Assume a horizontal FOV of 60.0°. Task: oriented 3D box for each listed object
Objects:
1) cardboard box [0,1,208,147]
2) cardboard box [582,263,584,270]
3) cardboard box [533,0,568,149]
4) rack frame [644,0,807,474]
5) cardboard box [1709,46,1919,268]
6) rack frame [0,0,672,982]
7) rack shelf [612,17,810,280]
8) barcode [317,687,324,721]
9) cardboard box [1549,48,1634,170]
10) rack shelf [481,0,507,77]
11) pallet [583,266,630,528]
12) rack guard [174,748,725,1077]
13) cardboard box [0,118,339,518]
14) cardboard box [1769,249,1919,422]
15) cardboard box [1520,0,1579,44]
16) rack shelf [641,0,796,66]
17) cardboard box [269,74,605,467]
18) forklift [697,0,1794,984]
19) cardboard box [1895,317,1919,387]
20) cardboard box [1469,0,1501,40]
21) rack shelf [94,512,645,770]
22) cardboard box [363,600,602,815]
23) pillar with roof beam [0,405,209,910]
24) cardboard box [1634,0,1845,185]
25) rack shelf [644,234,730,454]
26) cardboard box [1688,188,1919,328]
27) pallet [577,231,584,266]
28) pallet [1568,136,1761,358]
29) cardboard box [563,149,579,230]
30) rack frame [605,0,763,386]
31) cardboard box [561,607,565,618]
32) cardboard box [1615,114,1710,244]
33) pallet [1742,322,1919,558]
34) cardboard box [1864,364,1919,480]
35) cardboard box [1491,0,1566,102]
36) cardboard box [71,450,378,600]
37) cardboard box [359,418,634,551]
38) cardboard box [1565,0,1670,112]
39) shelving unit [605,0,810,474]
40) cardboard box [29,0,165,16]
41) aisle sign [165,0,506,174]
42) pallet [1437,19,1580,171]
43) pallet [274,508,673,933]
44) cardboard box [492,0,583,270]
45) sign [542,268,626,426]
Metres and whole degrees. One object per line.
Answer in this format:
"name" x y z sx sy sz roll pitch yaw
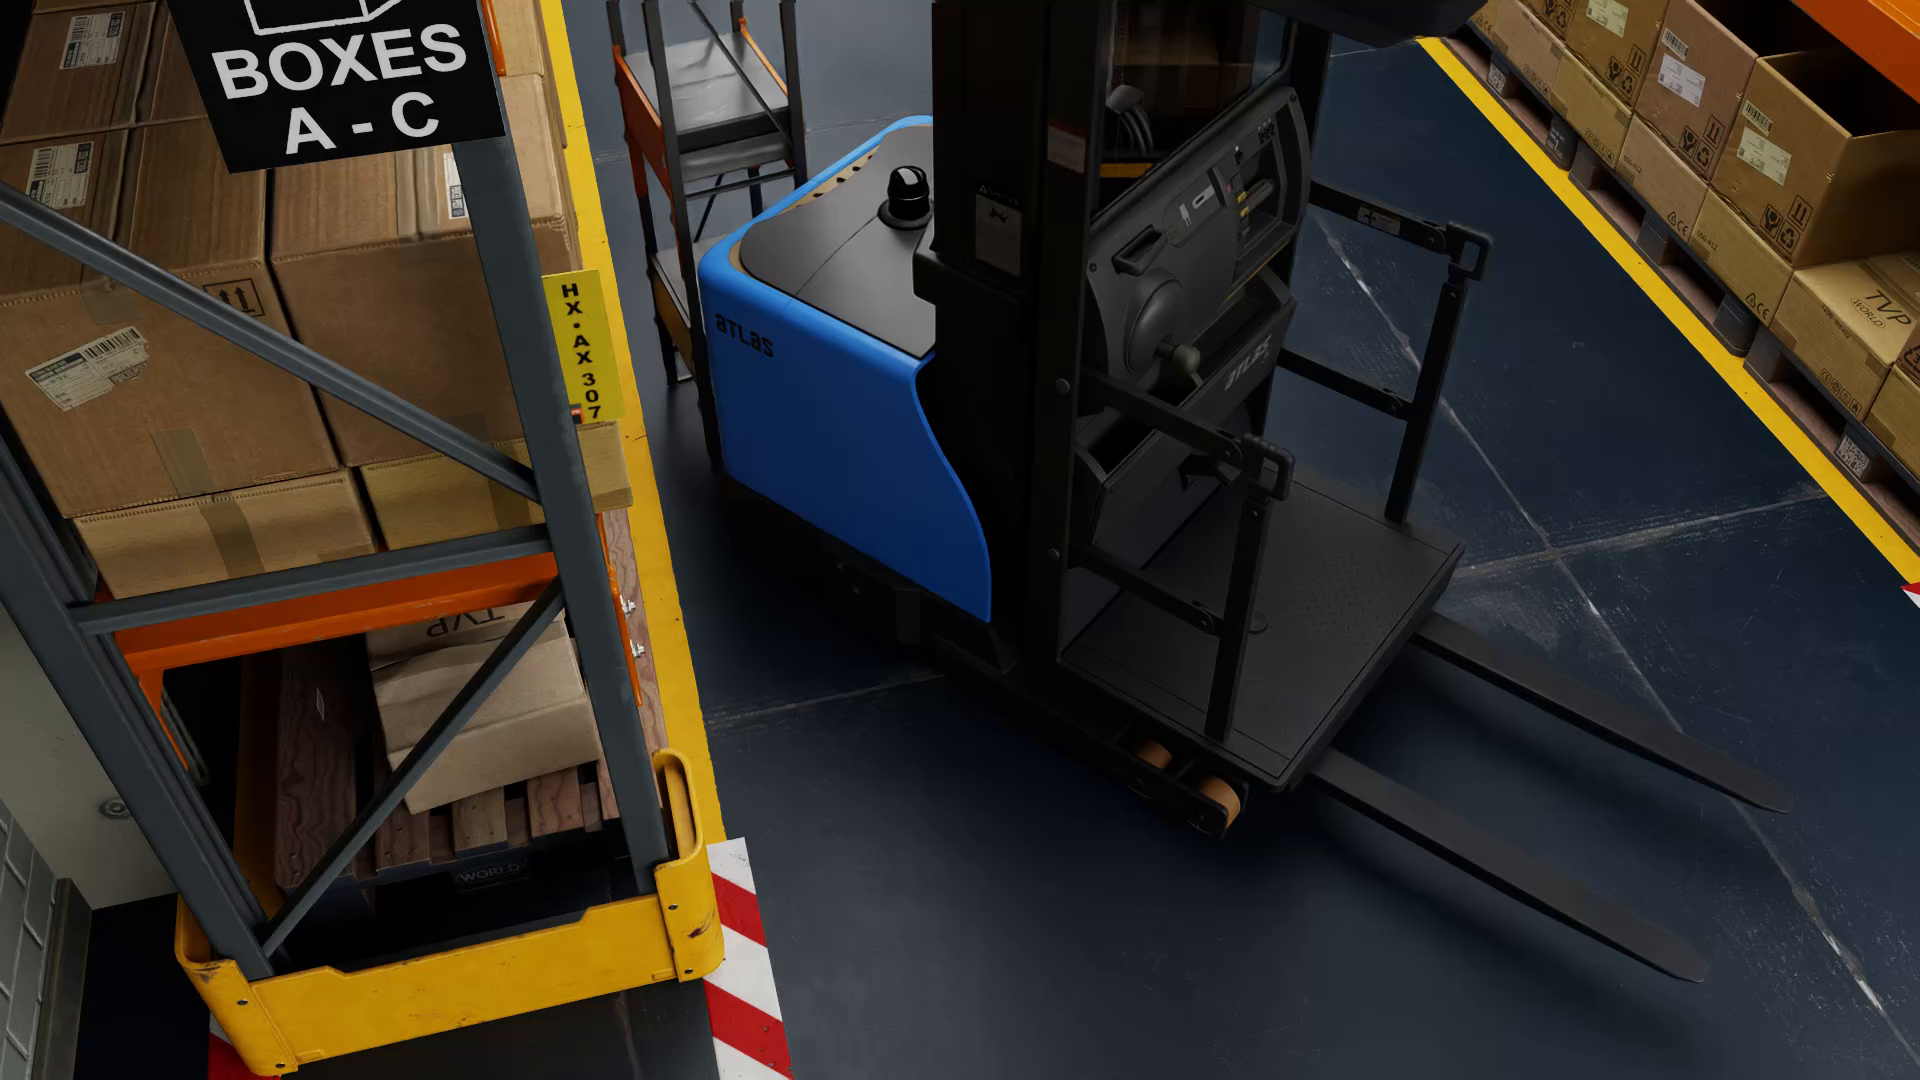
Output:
"cardboard box" -1.618 -0.778 3.478 0.500 0.500 0.500 -10 46 -10
"cardboard box" -1.137 -0.631 3.859 0.500 0.250 0.500 -12 47 -12
"cardboard box" -1.247 -1.228 3.919 0.500 0.500 0.500 -12 47 -12
"rack frame" -0.631 -1.016 4.776 0.400 2.100 0.015 -18 48 -17
"cardboard box" 2.920 -1.284 5.514 0.500 0.500 0.500 -11 47 -10
"rack frame" -1.173 0.075 3.076 1.000 3.000 0.127 -11 47 -10
"rack shelf" -0.731 -1.165 4.941 0.431 0.518 0.480 -18 48 -17
"barcode" -1.654 0.425 4.301 0.001 0.075 0.075 -11 47 -10
"cardboard box" 2.663 -1.712 6.459 0.500 0.250 0.500 -11 47 -10
"rack shelf" -1.685 -2.104 3.615 1.077 0.370 4.000 -11 47 -10
"pallet" -1.675 -0.410 5.504 1.003 0.211 1.213 -11 47 -10
"rack guard" -1.192 0.897 4.021 1.175 0.500 0.348 -11 47 -10
"cardboard box" -1.499 -0.429 3.136 0.500 0.500 0.500 -11 47 -11
"cardboard box" 3.052 -0.677 5.445 0.500 0.250 0.500 -11 47 -10
"cardboard box" 2.543 -2.321 6.531 0.500 0.500 0.500 -11 47 -10
"rack shelf" -0.731 -1.655 4.441 0.431 0.518 0.480 -18 48 -17
"cardboard box" -1.004 -0.527 3.232 0.500 0.500 0.500 -11 47 -10
"forklift" 0.746 -0.671 3.855 3.031 2.935 1.130 29 52 25
"cardboard box" 3.190 -0.596 4.840 0.500 0.500 0.500 -11 47 -10
"cardboard box" 2.417 -2.404 7.137 0.500 0.250 0.500 -11 47 -10
"rack shelf" -1.685 -1.054 4.687 1.077 0.370 4.000 -11 47 -10
"cardboard box" -1.263 0.368 4.364 0.500 0.311 0.500 -16 48 -15
"pillar with roof beam" 1.973 -3.137 2.024 9.100 9.000 0.400 -11 47 -10
"cardboard box" 2.793 -1.630 5.853 0.500 0.500 0.500 -11 47 -10
"rack shelf" -0.731 -0.676 5.441 0.431 0.518 0.480 -18 48 -17
"cardboard box" 2.923 -1.022 5.783 0.500 0.250 0.500 -11 47 -10
"pallet" -1.991 -1.254 6.331 1.003 0.211 1.213 -11 47 -10
"pallet" 3.070 -1.219 6.296 1.003 0.211 1.213 -11 47 -10
"cardboard box" -1.262 -0.983 4.205 0.500 0.250 0.500 -11 47 -11
"rack frame" -0.831 -1.334 5.087 0.400 2.100 0.015 -18 48 -17
"cardboard box" -1.409 -0.026 4.750 0.500 0.311 0.500 -7 46 -7
"cardboard box" 2.796 -1.368 6.121 0.500 0.250 0.500 -11 47 -10
"pallet" 3.379 -0.378 5.472 1.003 0.211 1.213 -11 47 -10
"cardboard box" 3.192 -0.334 5.109 0.500 0.250 0.500 -11 47 -10
"cardboard box" 2.540 -2.058 6.798 0.500 0.250 0.500 -11 47 -10
"cardboard box" -1.480 -0.167 3.404 0.500 0.250 0.500 -10 46 -10
"cardboard box" -0.991 -0.275 3.510 0.500 0.250 0.500 -12 47 -11
"cardboard box" 2.663 -1.974 6.191 0.500 0.500 0.500 -11 47 -10
"shelving unit" -0.731 -1.175 4.931 0.431 2.100 0.503 -18 48 -17
"cardboard box" -1.755 -1.134 3.827 0.500 0.500 0.500 -12 47 -11
"aisle sign" -0.864 -0.840 2.153 0.394 0.787 0.004 -11 47 -10
"pallet" 2.754 -2.062 7.123 1.003 0.211 1.213 -11 47 -10
"pallet" -1.366 0.431 4.680 1.003 0.211 1.213 -11 47 -10
"cardboard box" -1.121 -0.870 3.568 0.500 0.500 0.500 -11 47 -10
"sign" -0.648 -0.328 2.865 0.100 0.325 0.005 -11 47 -10
